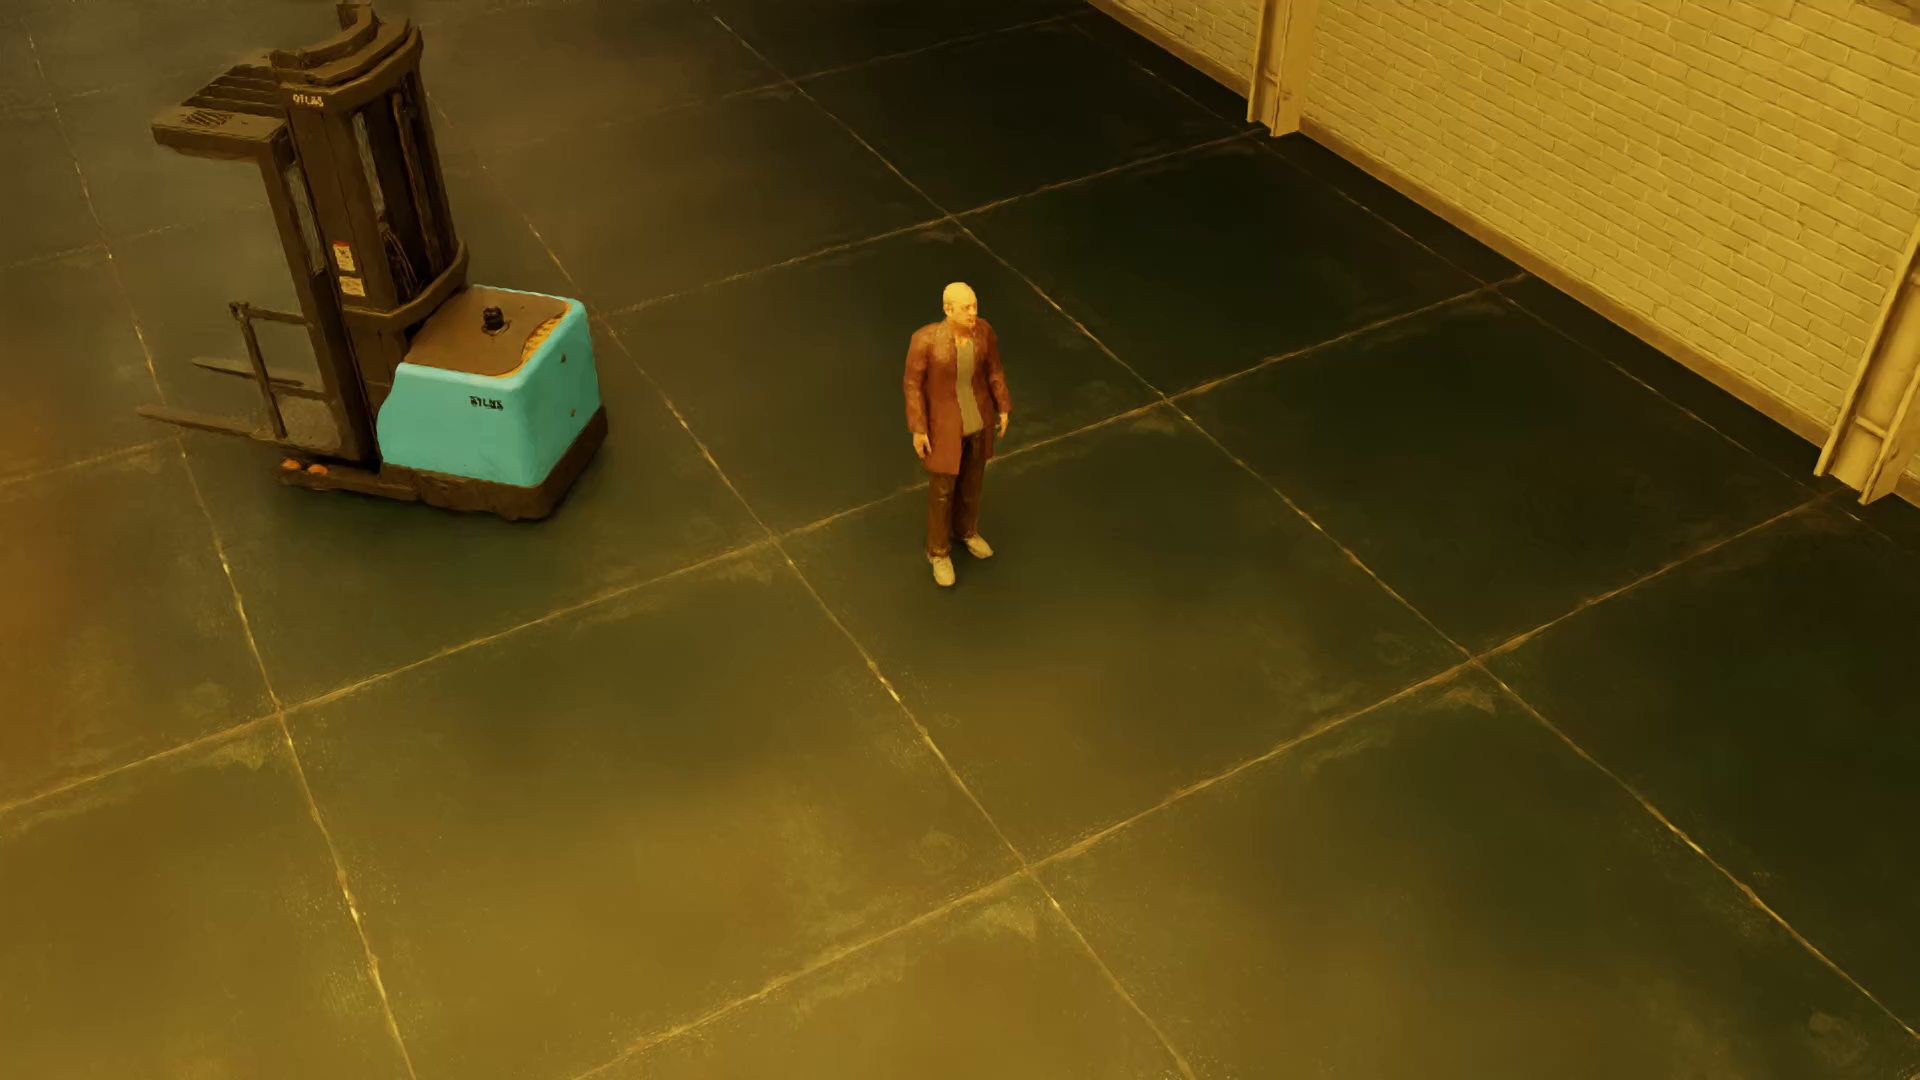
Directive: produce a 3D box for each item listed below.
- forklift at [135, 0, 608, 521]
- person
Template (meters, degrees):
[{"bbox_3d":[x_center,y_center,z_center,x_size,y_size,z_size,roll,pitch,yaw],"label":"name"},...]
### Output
[{"bbox_3d":[-3.919,-1.764,10.163,3.031,2.935,1.130,10,41,11],"label":"forklift"},{"bbox_3d":[0.042,-0.638,9.697,0.694,1.776,0.580,-20,44,-23],"label":"person"}]
